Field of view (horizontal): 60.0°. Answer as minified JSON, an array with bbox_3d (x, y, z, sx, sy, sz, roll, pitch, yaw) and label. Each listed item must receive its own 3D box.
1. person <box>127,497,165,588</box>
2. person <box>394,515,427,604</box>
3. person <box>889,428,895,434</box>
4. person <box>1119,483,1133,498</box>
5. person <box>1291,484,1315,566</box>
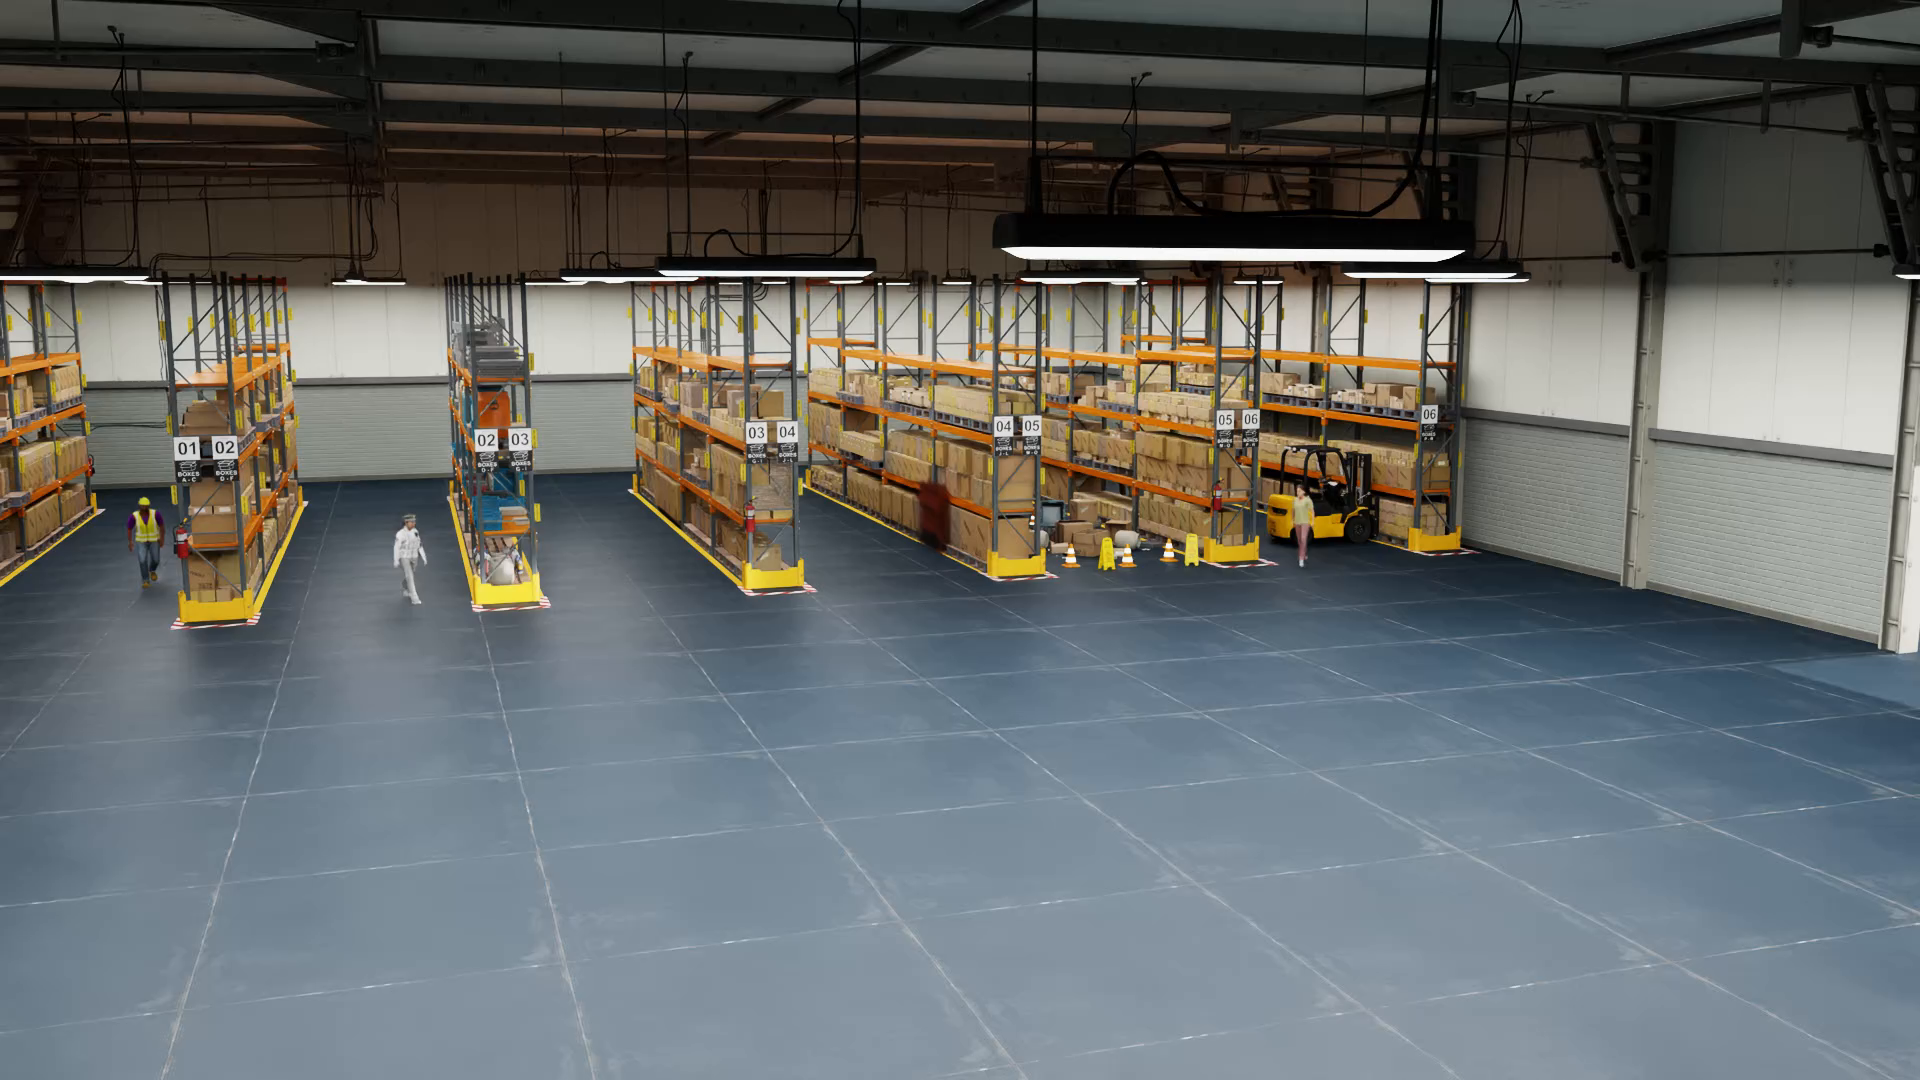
[{"bbox_3d":[-15.762,0.023,32.209,0.659,1.744,0.657,-5,10,-29],"label":"person"},{"bbox_3d":[-10.101,0.323,30.464,0.554,1.603,1.081,-8,12,-44],"label":"person"},{"bbox_3d":[-1.934,-2.287,47.287,0.595,1.767,0.483,2,9,13],"label":"person"},{"bbox_3d":[4.415,-1.818,44.251,0.617,1.775,0.592,-3,9,-21],"label":"person"},{"bbox_3d":[7.144,-0.335,34.773,0.490,1.653,0.851,7,11,37],"label":"person"}]
